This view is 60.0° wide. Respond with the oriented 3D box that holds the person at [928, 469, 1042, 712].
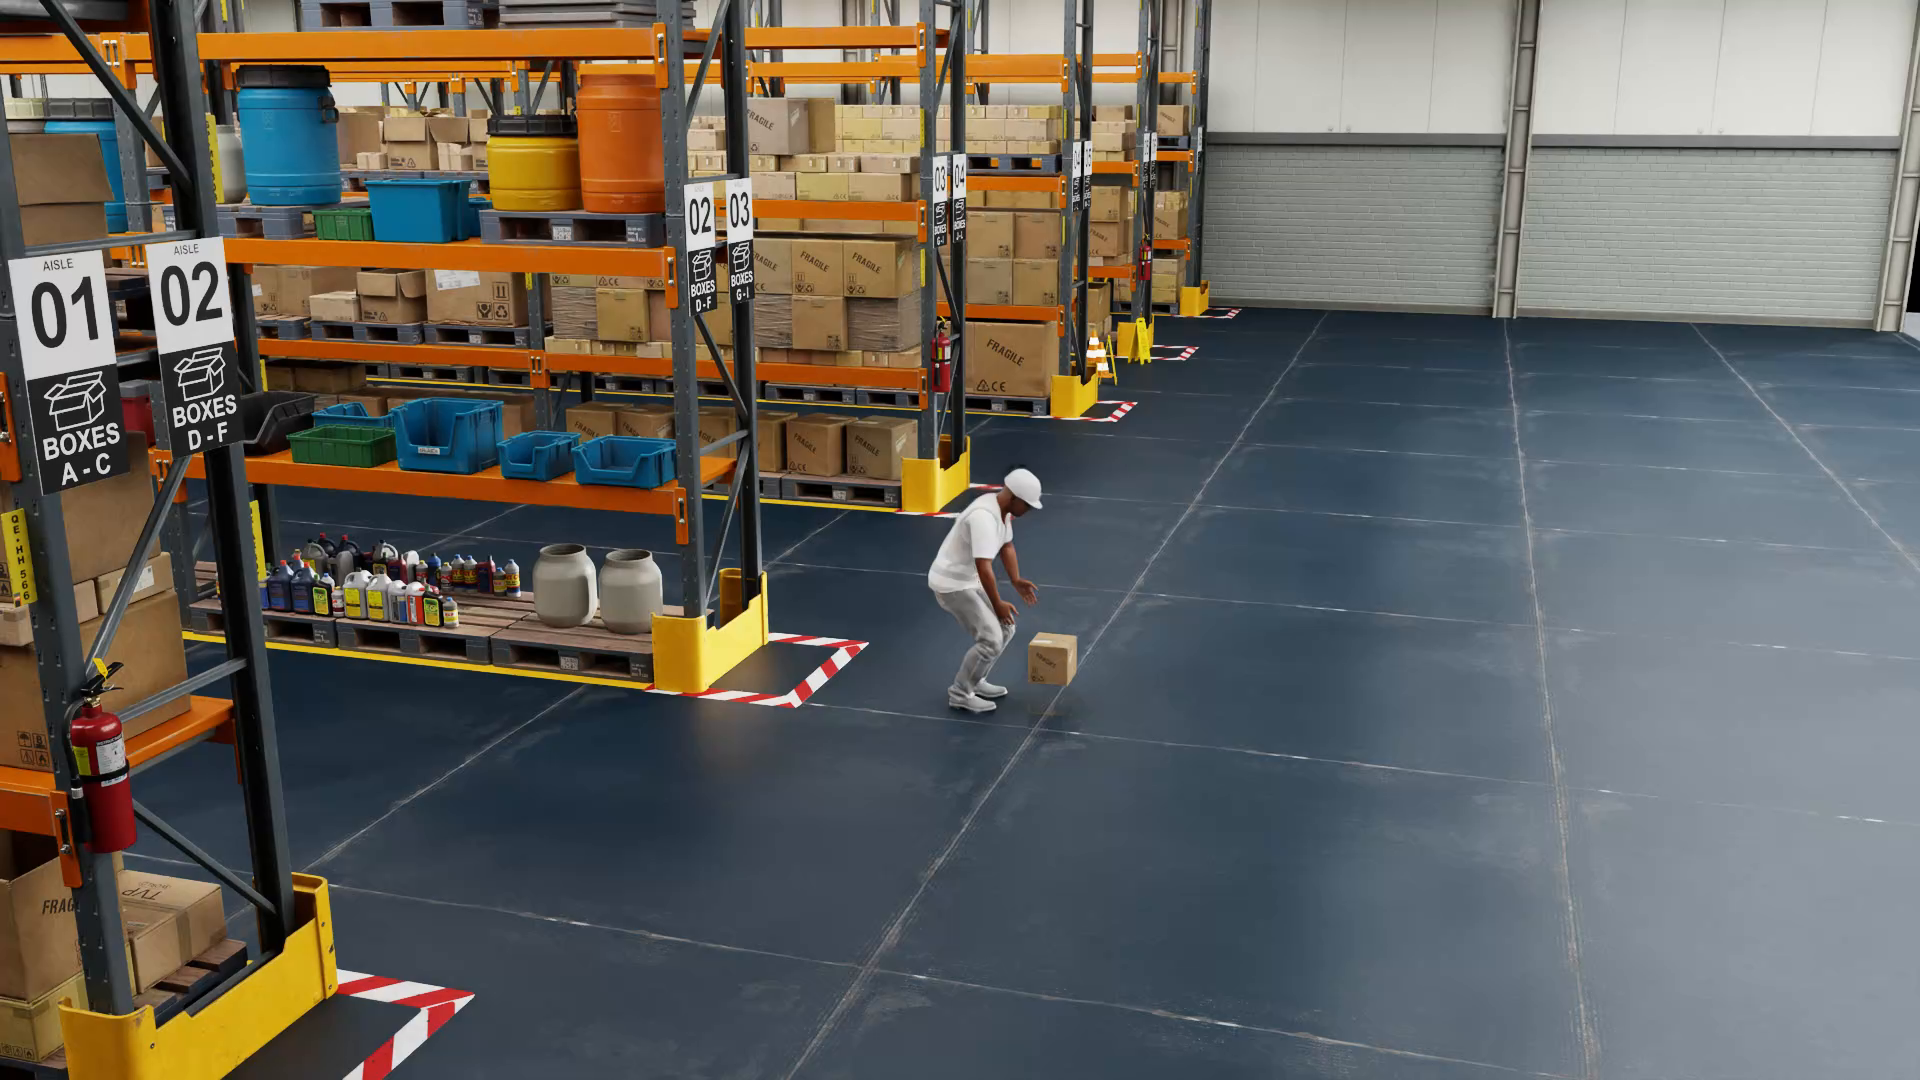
[{"bbox_3d":[0.166,0.284,10.388,0.687,1.517,0.627,4,16,16],"label":"person"}]
